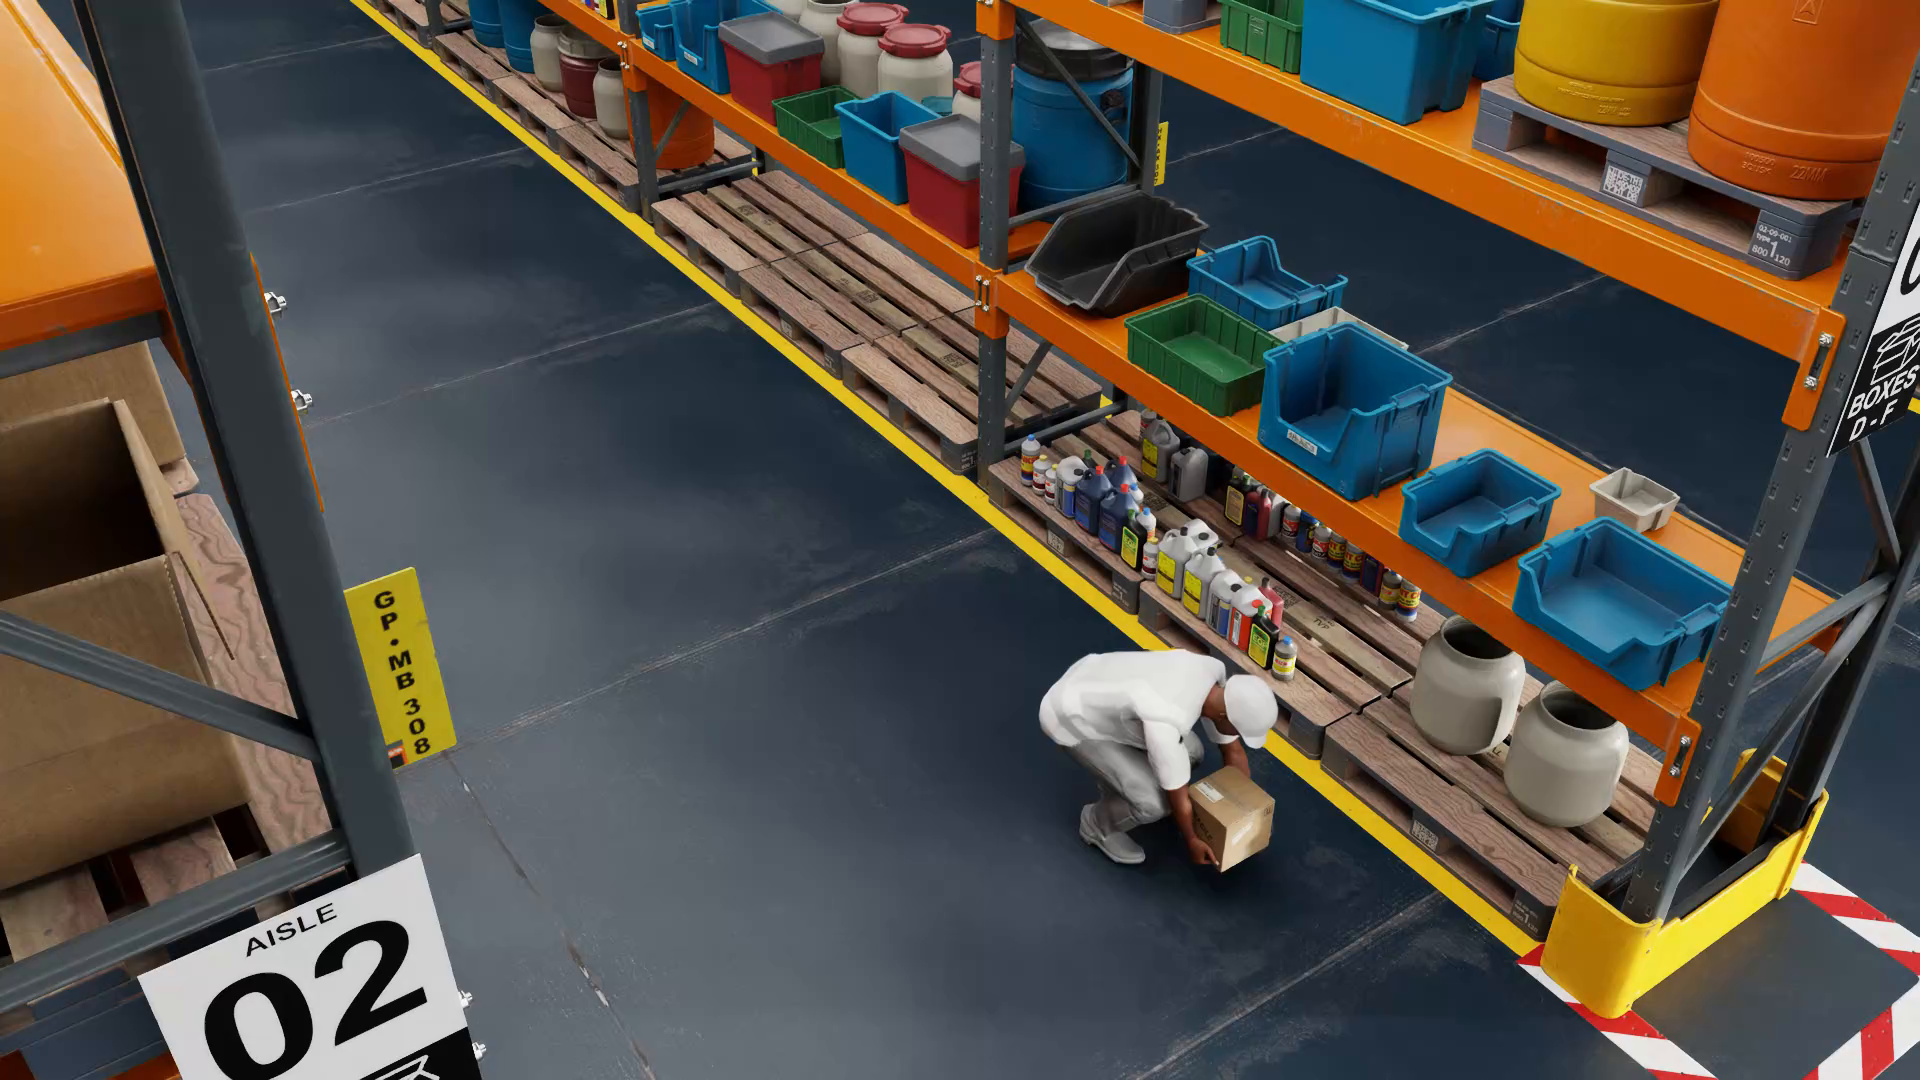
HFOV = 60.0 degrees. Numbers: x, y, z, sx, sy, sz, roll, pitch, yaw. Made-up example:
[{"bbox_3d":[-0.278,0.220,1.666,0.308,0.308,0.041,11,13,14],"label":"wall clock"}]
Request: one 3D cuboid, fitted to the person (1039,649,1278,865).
[{"bbox_3d":[0.785,0.817,6.516,0.954,1.004,0.530,22,41,27],"label":"person"}]
